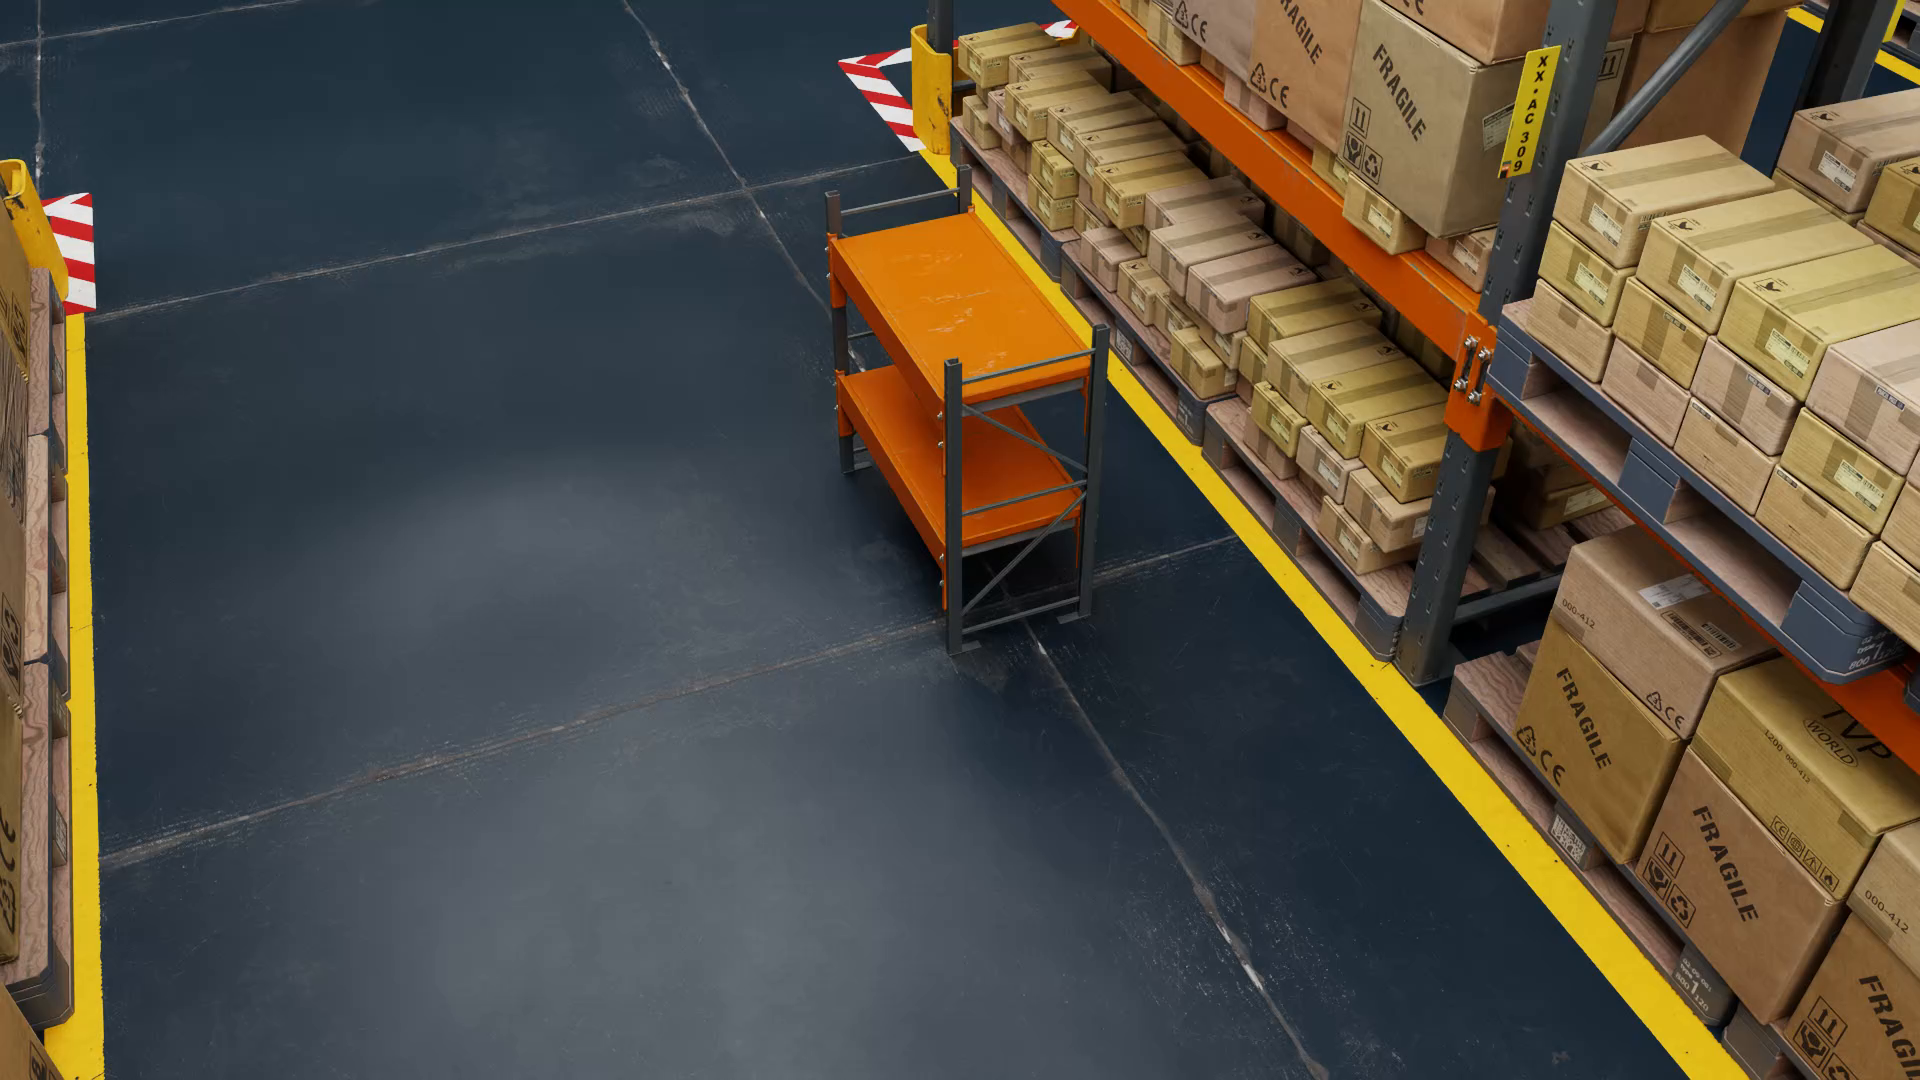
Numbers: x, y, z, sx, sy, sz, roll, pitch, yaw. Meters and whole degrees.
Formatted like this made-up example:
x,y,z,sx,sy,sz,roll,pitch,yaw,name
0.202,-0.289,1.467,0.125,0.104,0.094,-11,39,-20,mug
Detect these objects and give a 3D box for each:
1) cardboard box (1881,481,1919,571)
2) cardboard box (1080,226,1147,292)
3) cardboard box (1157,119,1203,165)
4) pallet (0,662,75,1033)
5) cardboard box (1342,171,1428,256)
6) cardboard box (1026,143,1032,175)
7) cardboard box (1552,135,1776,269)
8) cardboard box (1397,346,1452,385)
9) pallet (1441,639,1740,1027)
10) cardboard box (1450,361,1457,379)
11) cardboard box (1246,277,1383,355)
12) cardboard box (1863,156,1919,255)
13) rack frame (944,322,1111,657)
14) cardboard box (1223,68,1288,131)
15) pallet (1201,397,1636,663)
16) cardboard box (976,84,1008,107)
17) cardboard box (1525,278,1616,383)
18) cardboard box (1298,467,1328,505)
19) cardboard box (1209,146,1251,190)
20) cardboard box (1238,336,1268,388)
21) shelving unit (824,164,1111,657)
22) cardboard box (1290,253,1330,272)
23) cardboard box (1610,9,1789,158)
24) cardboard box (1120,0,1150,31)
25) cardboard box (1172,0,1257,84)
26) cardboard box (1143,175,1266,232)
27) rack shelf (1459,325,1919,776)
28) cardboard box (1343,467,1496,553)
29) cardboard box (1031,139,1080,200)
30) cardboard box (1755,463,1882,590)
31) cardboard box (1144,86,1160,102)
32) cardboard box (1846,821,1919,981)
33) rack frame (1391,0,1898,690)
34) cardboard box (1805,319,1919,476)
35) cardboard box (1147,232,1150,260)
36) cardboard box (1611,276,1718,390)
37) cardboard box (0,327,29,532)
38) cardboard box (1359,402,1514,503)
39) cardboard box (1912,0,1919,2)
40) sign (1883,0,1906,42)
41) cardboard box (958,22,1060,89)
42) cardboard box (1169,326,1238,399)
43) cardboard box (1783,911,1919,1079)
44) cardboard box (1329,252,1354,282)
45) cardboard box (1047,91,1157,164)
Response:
x,y,z,sx,sy,sz,roll,pitch,yaw,name
1.990,-0.025,3.121,0.380,0.149,0.250,-13,42,-15,cardboard box
0.707,-1.154,6.656,0.380,0.149,0.250,-17,44,-19,cardboard box
1.002,-1.683,7.043,0.380,0.149,0.250,-16,43,-17,cardboard box
-2.981,0.927,4.511,1.003,0.211,1.213,-15,43,-17,pallet
1.334,-0.976,4.777,0.380,0.149,0.250,-16,43,-18,cardboard box
0.510,-1.637,7.217,0.380,0.149,0.250,-15,43,-16,cardboard box
1.585,-0.767,3.756,0.380,0.149,0.250,-13,42,-15,cardboard box
1.710,-0.587,5.768,0.380,0.149,0.250,-15,43,-17,cardboard box
2.158,0.696,4.778,1.003,0.211,1.213,-15,43,-17,pallet
1.868,-0.573,5.524,0.380,0.149,0.250,-13,42,-15,cardboard box
1.219,-0.751,5.731,0.380,0.149,0.250,-14,43,-15,cardboard box
2.296,-0.764,3.752,0.380,0.149,0.250,-16,43,-18,cardboard box
0.192,-0.124,5.032,0.500,1.125,0.032,-15,43,-17,rack frame
1.080,-1.469,5.351,0.380,0.149,0.250,-17,43,-19,cardboard box
1.569,-0.168,5.783,1.003,0.211,1.213,-15,43,-17,pallet
0.292,-2.051,7.470,0.380,0.149,0.250,-13,42,-15,cardboard box
1.585,-0.541,3.950,0.380,0.149,0.250,-17,44,-19,cardboard box
1.372,-0.236,5.589,0.380,0.149,0.250,-14,43,-16,cardboard box
1.218,-1.491,6.592,0.380,0.149,0.250,-16,43,-18,cardboard box
1.205,-0.623,5.811,0.380,0.149,0.250,-15,43,-16,cardboard box
-0.003,-0.431,5.388,0.538,1.125,1.048,-15,43,-17,shelving unit
1.487,-1.089,6.352,0.380,0.149,0.250,-15,43,-17,cardboard box
1.902,-1.341,4.705,0.500,0.500,0.500,-16,43,-18,cardboard box
0.793,-1.940,5.898,0.380,0.149,0.250,-14,43,-15,cardboard box
1.026,-1.814,5.254,0.500,0.500,0.500,-15,43,-17,cardboard box
0.921,-1.227,6.285,0.380,0.149,0.250,-15,43,-17,cardboard box
2.624,0.648,3.248,1.077,0.370,4.000,-15,43,-17,rack shelf
1.445,-0.131,5.238,0.380,0.149,0.250,-14,43,-16,cardboard box
0.518,-1.564,6.905,0.380,0.149,0.250,-14,43,-16,cardboard box
1.883,-0.073,3.405,0.380,0.149,0.250,-15,43,-16,cardboard box
1.025,-1.997,7.180,0.380,0.149,0.250,-16,43,-18,cardboard box
2.295,0.814,3.522,0.500,0.250,0.500,-14,43,-15,cardboard box
1.859,-0.830,4.414,1.000,3.000,0.127,-15,43,-17,rack frame
1.886,-0.295,3.206,0.380,0.149,0.250,-16,43,-17,cardboard box
0.943,-1.110,6.377,0.380,0.149,0.250,-13,42,-15,cardboard box
1.686,-0.499,3.672,0.380,0.149,0.250,-16,43,-18,cardboard box
-3.626,-0.502,5.341,0.875,0.875,0.875,-15,43,-17,cardboard box
1.482,-0.283,5.186,0.380,0.149,0.250,-14,43,-16,cardboard box
5.208,-3.350,8.988,0.875,0.438,0.875,-17,43,-18,cardboard box
2.370,-1.409,4.200,0.100,0.325,0.005,-15,43,-17,sign
0.215,-2.143,7.349,0.380,0.149,0.250,-17,44,-19,cardboard box
0.998,-0.683,6.108,0.380,0.149,0.250,-15,43,-17,cardboard box
2.313,1.101,3.764,0.500,0.500,0.500,-14,43,-16,cardboard box
1.583,-1.038,6.065,0.380,0.149,0.250,-14,43,-16,cardboard box
0.581,-1.694,6.828,0.380,0.149,0.250,-17,44,-19,cardboard box
